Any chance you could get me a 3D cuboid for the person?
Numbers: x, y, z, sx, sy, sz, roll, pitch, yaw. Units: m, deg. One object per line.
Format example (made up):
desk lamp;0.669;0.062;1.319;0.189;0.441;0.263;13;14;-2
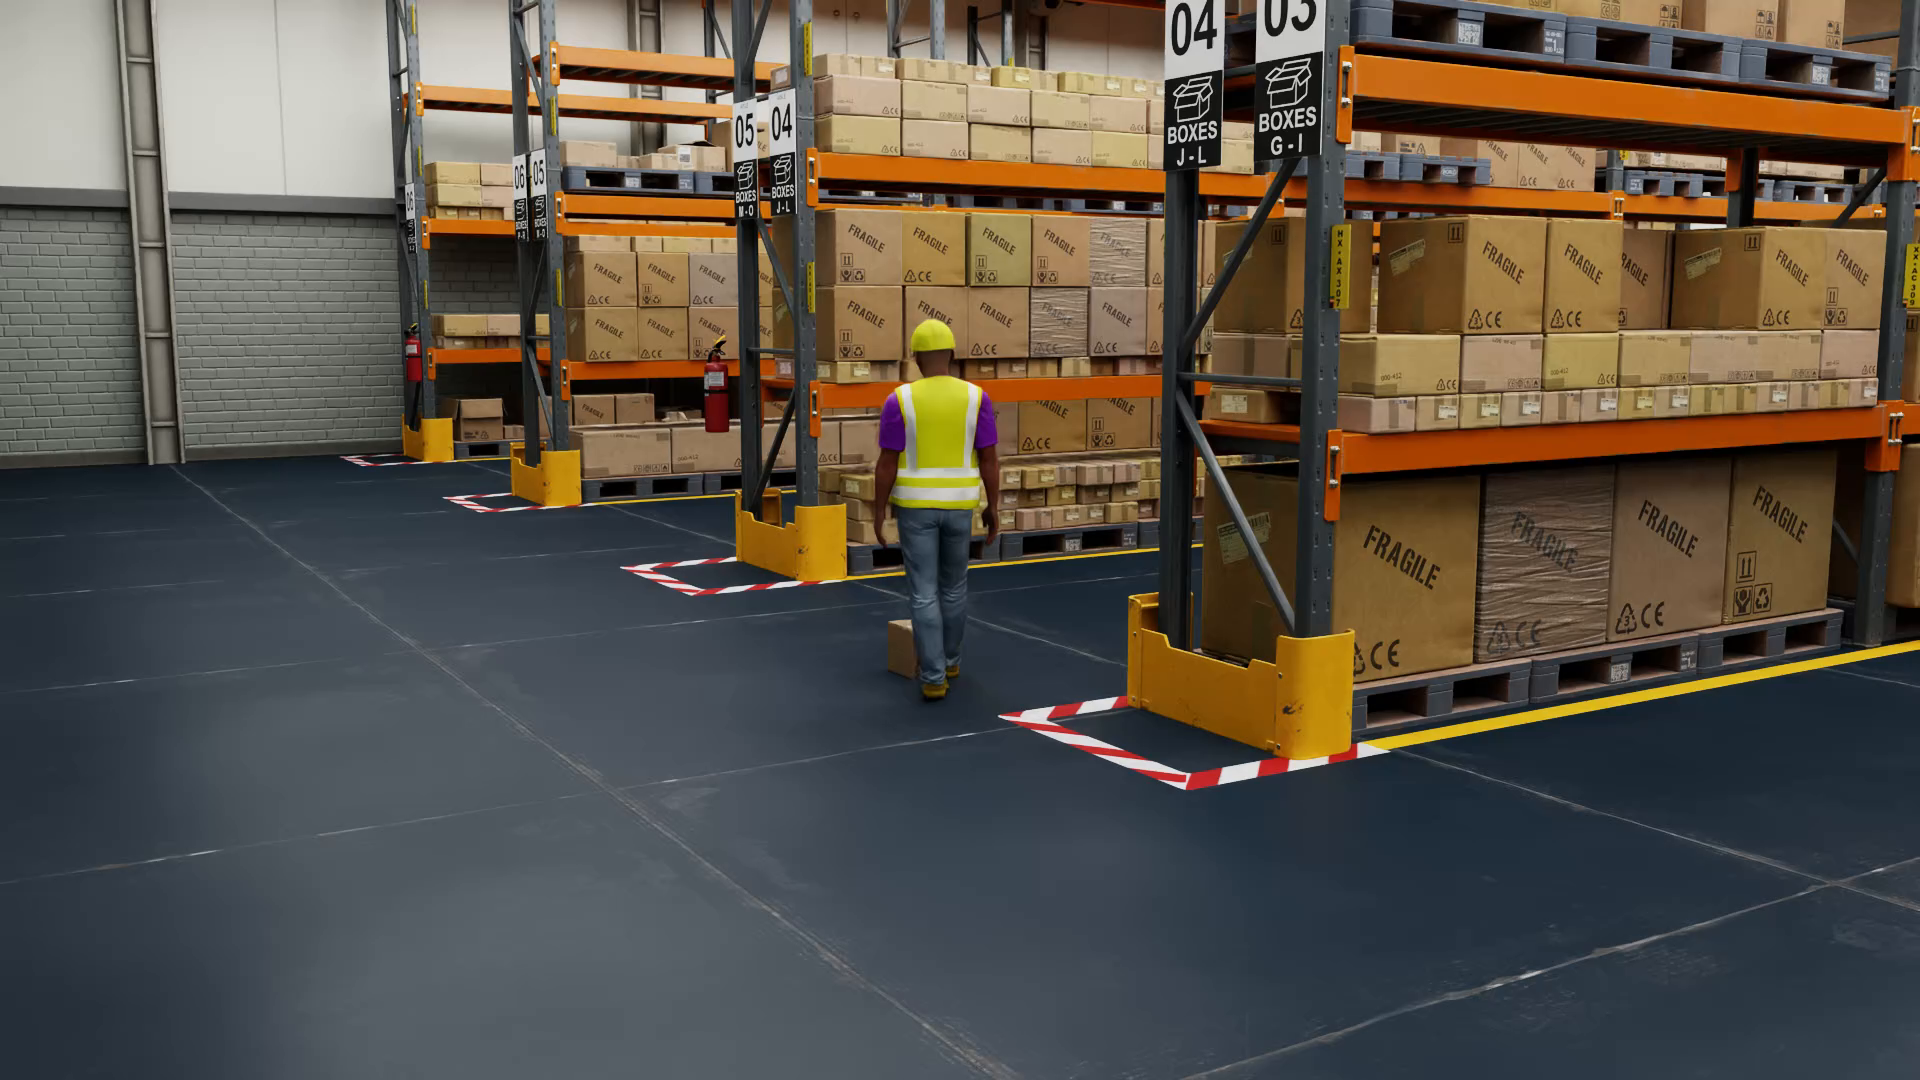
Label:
person;-0.146;-0.171;7.942;0.586;1.753;0.742;-2;8;-14
